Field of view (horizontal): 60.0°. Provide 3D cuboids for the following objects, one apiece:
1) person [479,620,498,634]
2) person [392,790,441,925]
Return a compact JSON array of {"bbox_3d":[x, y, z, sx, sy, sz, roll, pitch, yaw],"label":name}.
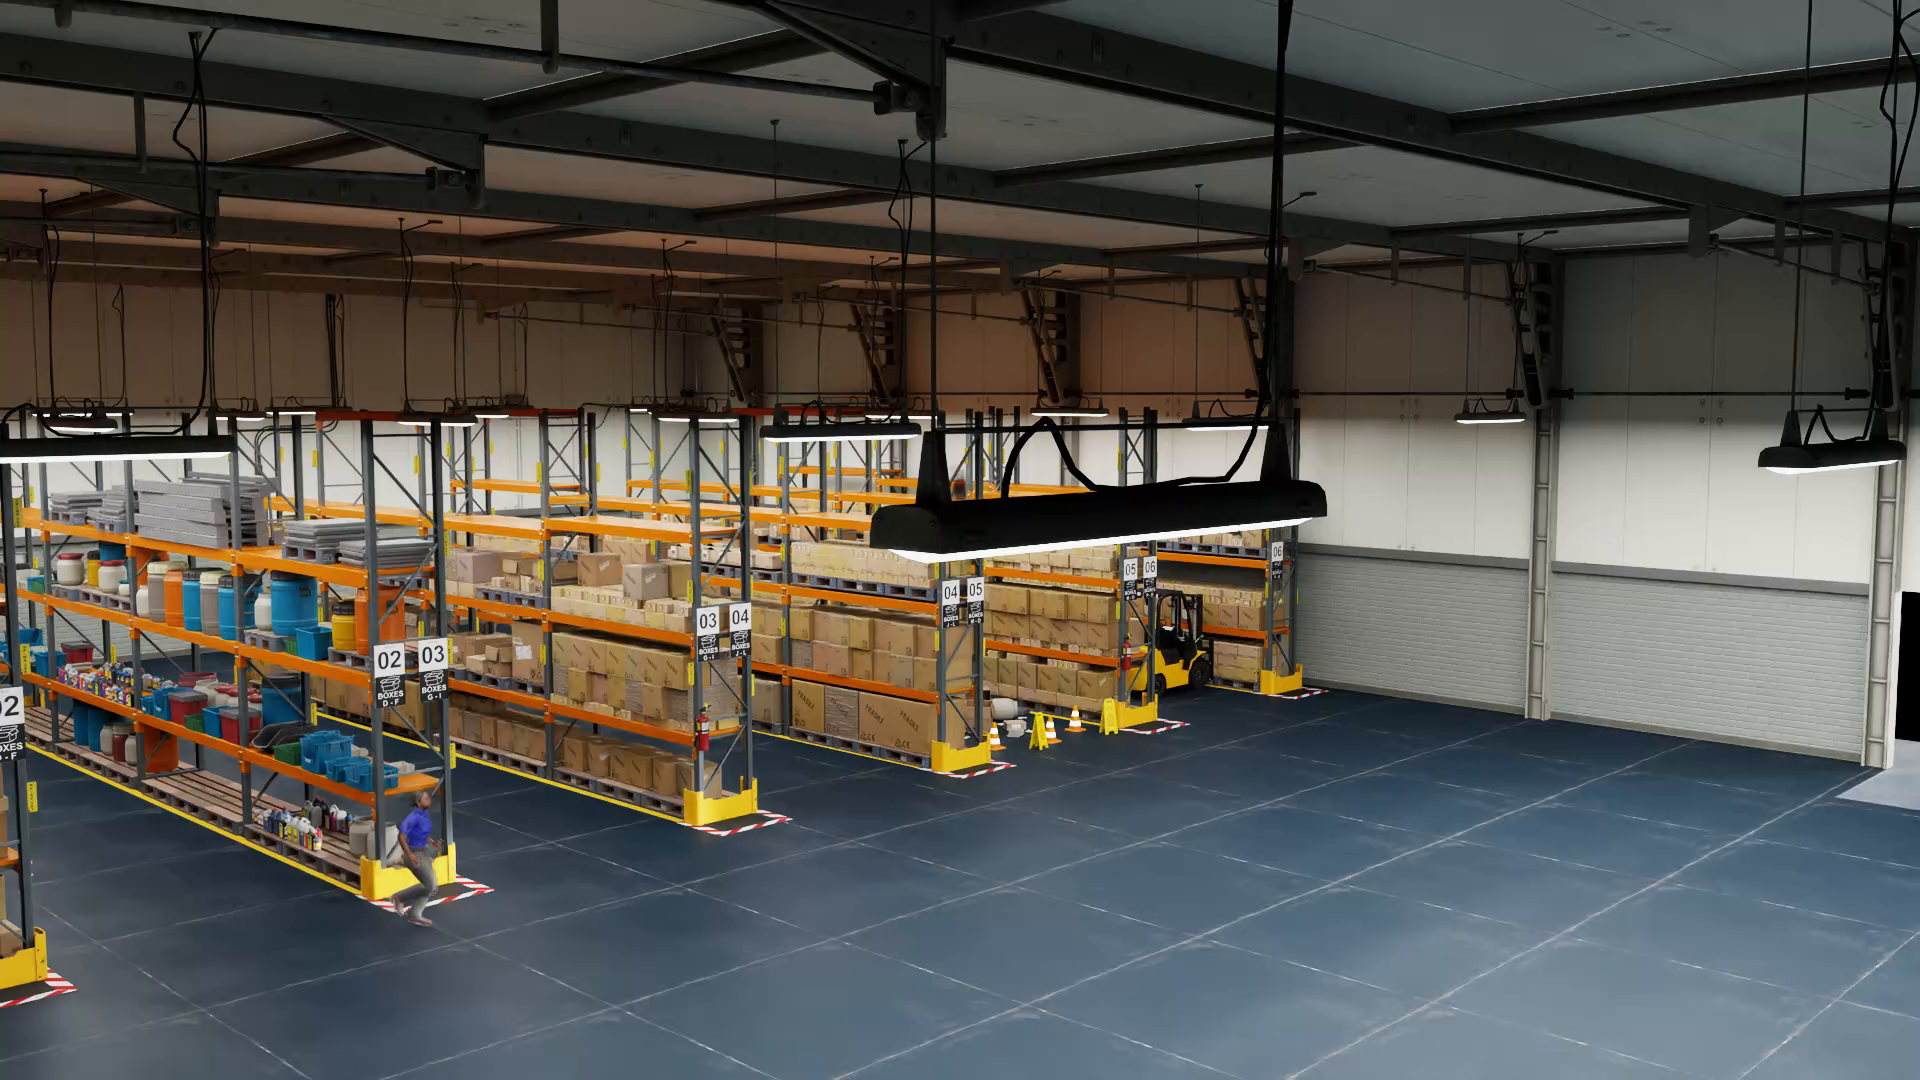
[{"bbox_3d":[-11.407,1.874,40.447,0.810,1.739,0.733,-2,5,-17],"label":"person"},{"bbox_3d":[-6.481,3.782,19.822,0.546,1.611,0.568,0,5,-3],"label":"person"}]
